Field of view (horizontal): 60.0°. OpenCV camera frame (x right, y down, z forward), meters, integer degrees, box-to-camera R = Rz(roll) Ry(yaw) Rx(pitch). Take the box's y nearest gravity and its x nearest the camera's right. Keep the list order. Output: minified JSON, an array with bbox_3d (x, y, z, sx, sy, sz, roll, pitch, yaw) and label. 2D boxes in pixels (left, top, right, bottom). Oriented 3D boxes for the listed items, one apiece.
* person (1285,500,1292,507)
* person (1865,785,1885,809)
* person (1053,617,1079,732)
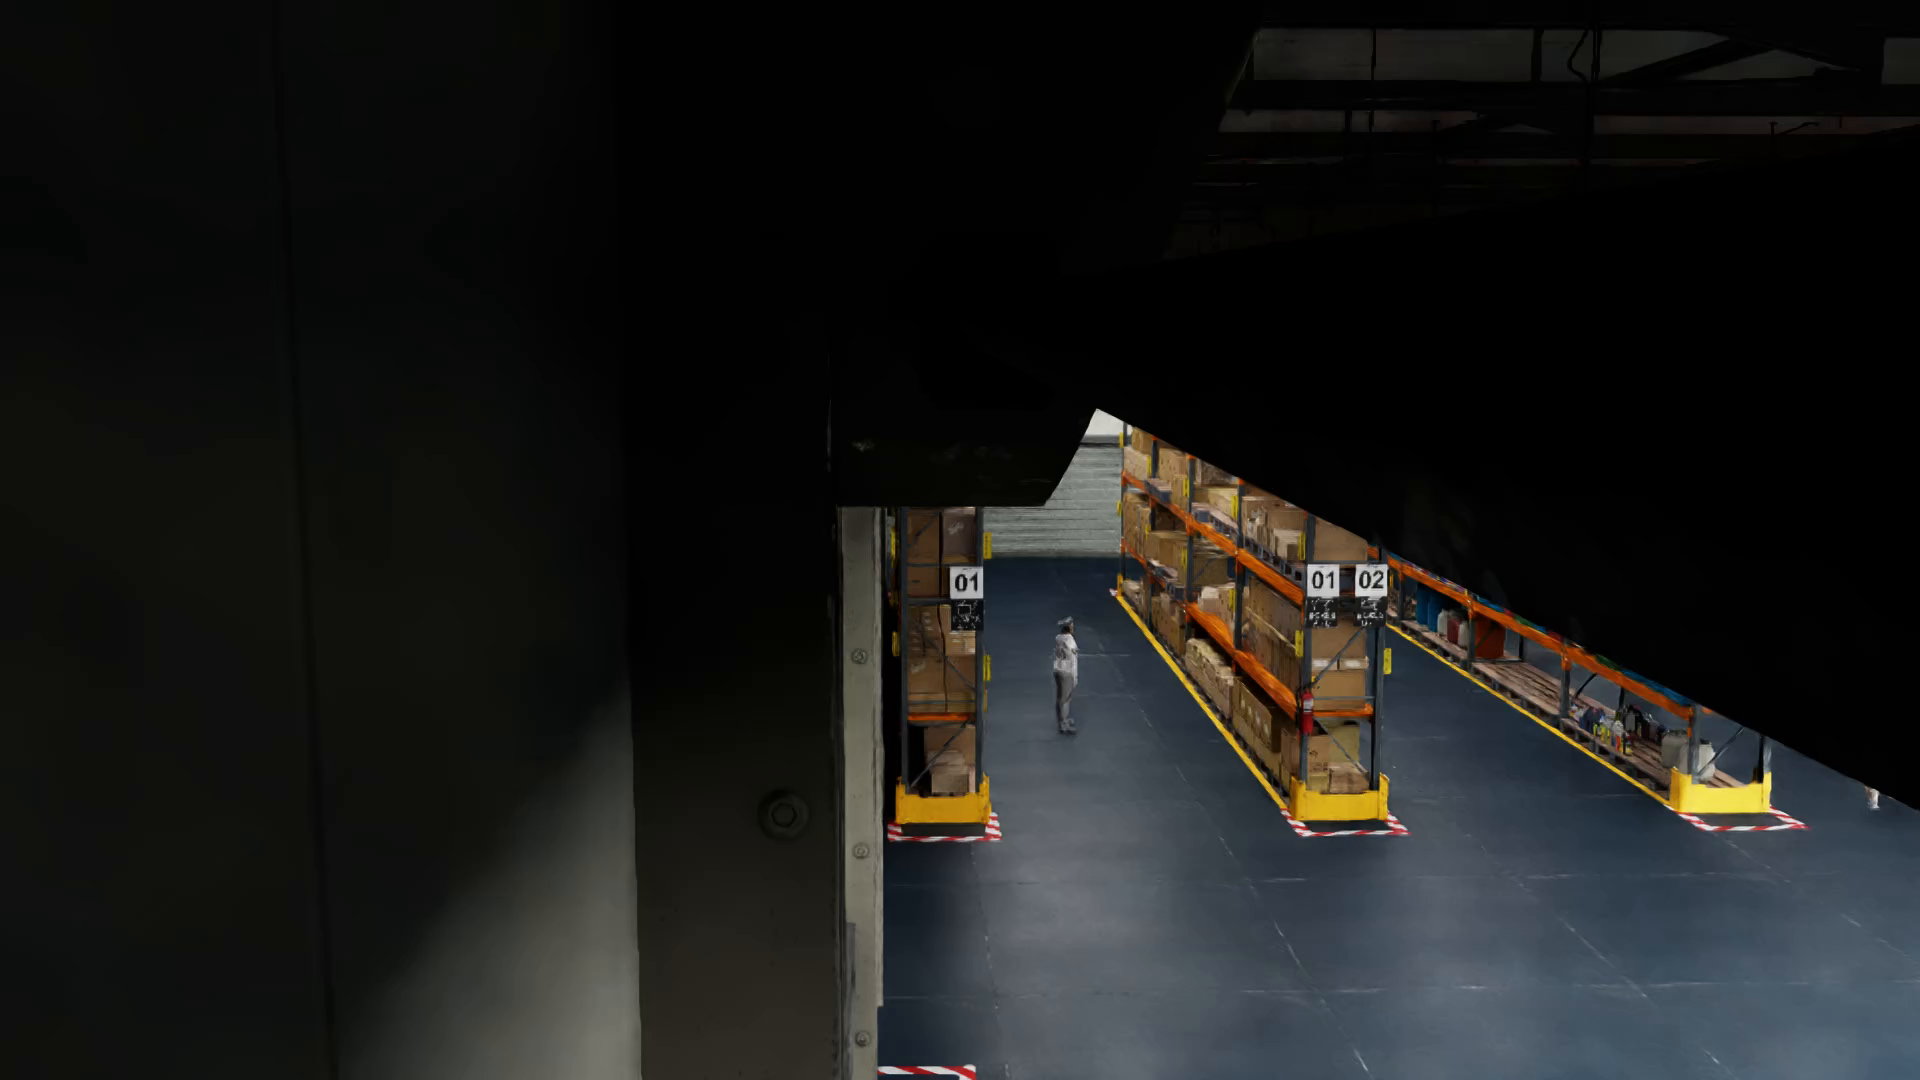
[{"bbox_3d":[7.953,-0.264,40.595,0.458,1.778,0.693,-6,10,-39],"label":"person"},{"bbox_3d":[11.755,2.534,21.160,0.566,1.677,0.942,2,8,13],"label":"person"},{"bbox_3d":[1.614,1.994,24.934,0.433,1.684,0.553,-5,9,-29],"label":"person"}]
